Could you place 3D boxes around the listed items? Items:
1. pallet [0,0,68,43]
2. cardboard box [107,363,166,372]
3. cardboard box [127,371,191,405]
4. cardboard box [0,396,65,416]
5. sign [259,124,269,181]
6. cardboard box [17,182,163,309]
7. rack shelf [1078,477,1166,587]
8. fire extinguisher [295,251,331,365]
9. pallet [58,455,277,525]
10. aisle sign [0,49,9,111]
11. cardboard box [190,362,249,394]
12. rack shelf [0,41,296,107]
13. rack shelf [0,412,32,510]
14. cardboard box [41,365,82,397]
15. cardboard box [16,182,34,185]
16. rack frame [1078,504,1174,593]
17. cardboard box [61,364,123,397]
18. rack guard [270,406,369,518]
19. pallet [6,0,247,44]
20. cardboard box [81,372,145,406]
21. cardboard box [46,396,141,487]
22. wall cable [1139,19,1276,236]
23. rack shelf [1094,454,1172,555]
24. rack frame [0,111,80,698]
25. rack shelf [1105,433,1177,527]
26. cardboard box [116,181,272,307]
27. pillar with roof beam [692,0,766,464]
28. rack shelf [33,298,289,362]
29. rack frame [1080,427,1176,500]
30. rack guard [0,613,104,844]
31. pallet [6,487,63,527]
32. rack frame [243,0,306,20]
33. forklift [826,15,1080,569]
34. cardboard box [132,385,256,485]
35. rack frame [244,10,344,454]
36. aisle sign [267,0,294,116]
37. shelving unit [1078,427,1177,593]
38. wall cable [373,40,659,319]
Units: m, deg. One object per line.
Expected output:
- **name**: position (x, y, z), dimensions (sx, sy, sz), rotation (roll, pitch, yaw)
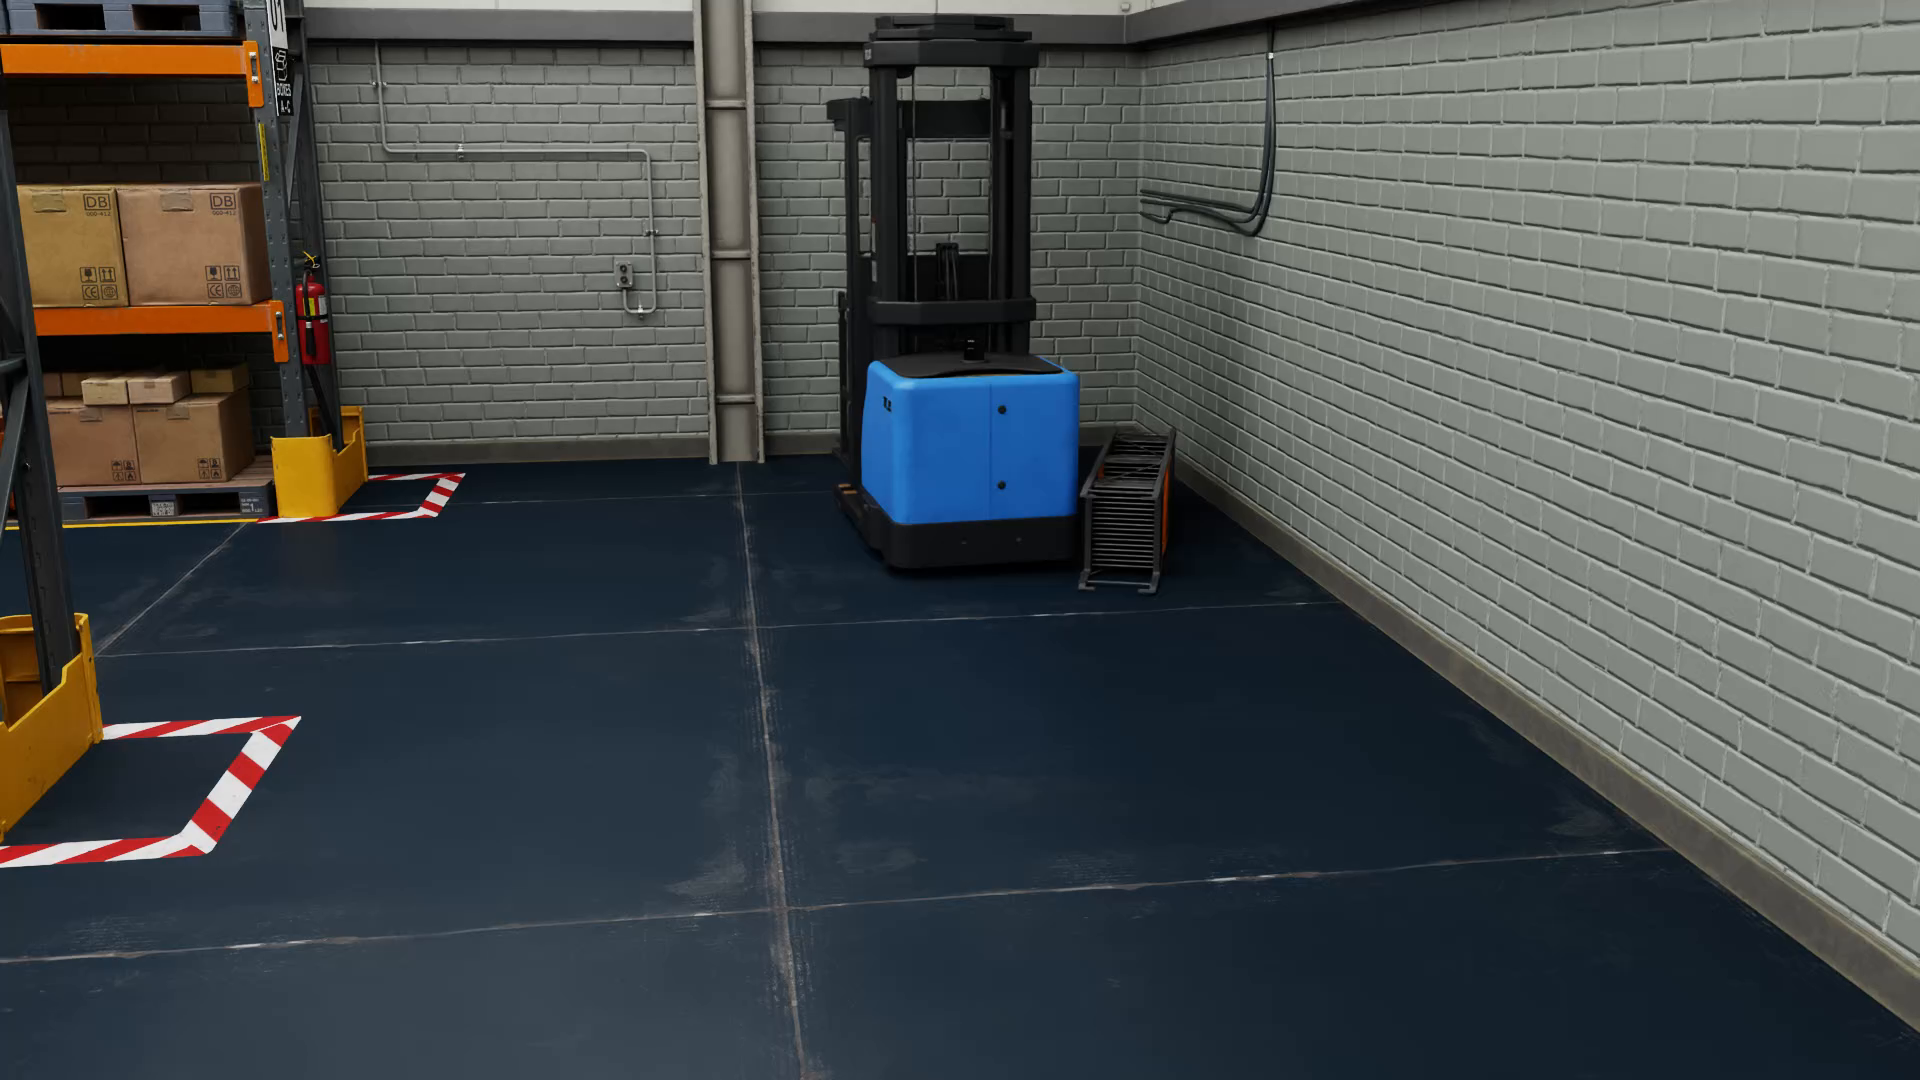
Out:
- **pallet**: position (-6.096, -3.070, 9.814), dimensions (1.213, 0.211, 1.003), rotation (-2, 14, -8)
- **cardboard box**: position (-5.240, -1.023, 10.578), dimensions (0.250, 0.149, 0.380), rotation (-2, 14, -8)
- **cardboard box**: position (-4.932, -0.941, 10.249), dimensions (0.250, 0.149, 0.380), rotation (-2, 14, -9)
- **cardboard box**: position (-5.825, -0.638, 10.375), dimensions (0.500, 0.500, 0.700), rotation (-3, 14, -10)
- **sign**: position (-4.088, -2.278, 9.773), dimensions (0.005, 0.325, 0.100), rotation (-2, 14, -8)
- **cardboard box**: position (-5.376, -1.828, 10.229), dimensions (0.700, 0.700, 0.980), rotation (-2, 14, -9)
- **rack shelf**: position (0.865, -0.057, 8.847), dimensions (0.431, 0.480, 0.518), rotation (2, 14, 9)
- **fire extinguisher**: position (-3.937, -1.409, 10.099), dimensions (0.183, 0.674, 0.296), rotation (-2, 14, -8)
- **pallet**: position (-4.934, -0.332, 10.614), dimensions (1.213, 0.211, 1.003), rotation (-2, 14, -8)
- **aisle sign**: position (-3.390, -1.875, 5.689), dimensions (0.004, 0.787, 0.394), rotation (-2, 14, -8)
- **cardboard box**: position (-4.739, -1.042, 10.652), dimensions (0.250, 0.149, 0.380), rotation (-2, 14, -8)
- **rack shelf**: position (-6.133, -2.766, 9.899), dimensions (4.000, 0.370, 1.077), rotation (-2, 14, -8)
- **rack shelf**: position (-5.391, -0.120, 5.513), dimensions (4.000, 0.370, 1.077), rotation (-2, 14, -8)
- **cardboard box**: position (-5.739, -1.005, 10.505), dimensions (0.250, 0.149, 0.380), rotation (-2, 14, -8)
- **cardboard box**: position (-6.131, -1.803, 10.128), dimensions (0.700, 0.700, 0.980), rotation (-3, 14, -11)
- **rack frame**: position (0.985, 0.016, 9.588), dimensions (0.400, 0.015, 2.100), rotation (2, 14, 9)
- **cardboard box**: position (-5.487, -1.014, 10.542), dimensions (0.250, 0.149, 0.380), rotation (-2, 14, -8)
- **rack guard**: position (-4.132, -0.521, 10.772), dimensions (0.348, 0.500, 1.175), rotation (-2, 14, -8)
- **pallet**: position (-4.887, -3.115, 9.994), dimensions (1.213, 0.211, 1.003), rotation (-2, 14, -8)
- **cardboard box**: position (-5.185, -0.931, 10.211), dimensions (0.250, 0.149, 0.380), rotation (-2, 14, -7)
- **cardboard box**: position (-5.327, -0.656, 10.448), dimensions (0.500, 0.500, 0.700), rotation (-2, 14, -8)
- **wall cable**: position (1.491, -3.256, 10.587), dimensions (0.112, 2.526, 3.097), rotation (-2, 14, -8)
- **rack shelf**: position (0.983, -0.218, 9.517), dimensions (0.431, 0.480, 0.518), rotation (2, 14, 9)
- **rack frame**: position (-3.414, -0.541, 5.714), dimensions (0.127, 3.000, 1.000), rotation (-2, 14, -8)
- **rack shelf**: position (1.101, -0.380, 10.188), dimensions (0.431, 0.480, 0.518), rotation (2, 14, 9)
- **cardboard box**: position (-4.658, -1.857, 10.345), dimensions (0.700, 0.700, 0.980), rotation (-1, 14, -6)
- **pillar with roof beam**: position (-0.973, -3.913, 6.826), dimensions (0.400, 9.000, 9.100), rotation (-2, 14, -8)
- **rack shelf**: position (-6.133, -1.311, 10.263), dimensions (4.000, 0.370, 1.077), rotation (-2, 14, -8)
- **rack frame**: position (0.986, -0.459, 9.473), dimensions (0.400, 0.015, 2.100), rotation (2, 14, 9)
- **rack guard**: position (-3.489, 0.674, 6.007), dimensions (0.348, 0.500, 1.175), rotation (-2, 14, -8)
- **pallet**: position (-6.138, -0.289, 10.440), dimensions (1.213, 0.211, 1.003), rotation (-2, 14, -8)
- **rack frame**: position (-4.155, -4.643, 9.735), dimensions (0.127, 3.000, 1.000), rotation (-2, 14, -8)
- **forklift**: position (-0.183, -1.582, 10.004), dimensions (1.130, 2.935, 3.031), rotation (-3, 14, -13)
- **cardboard box**: position (-4.833, -0.675, 10.521), dimensions (0.500, 0.500, 0.700), rotation (-2, 14, -8)
- **rack frame**: position (-4.155, -1.733, 10.465), dimensions (0.127, 3.000, 1.000), rotation (-2, 14, -8)
- **aisle sign**: position (-4.040, -2.924, 9.871), dimensions (0.004, 0.787, 0.394), rotation (-2, 14, -8)
- **shelving unit**: position (0.985, -0.221, 9.530), dimensions (0.431, 0.503, 2.100), rotation (2, 14, 9)
- **wall cable**: position (-3.030, -2.500, 11.434), dimensions (1.851, 1.984, 0.084), rotation (-2, 14, -8)
